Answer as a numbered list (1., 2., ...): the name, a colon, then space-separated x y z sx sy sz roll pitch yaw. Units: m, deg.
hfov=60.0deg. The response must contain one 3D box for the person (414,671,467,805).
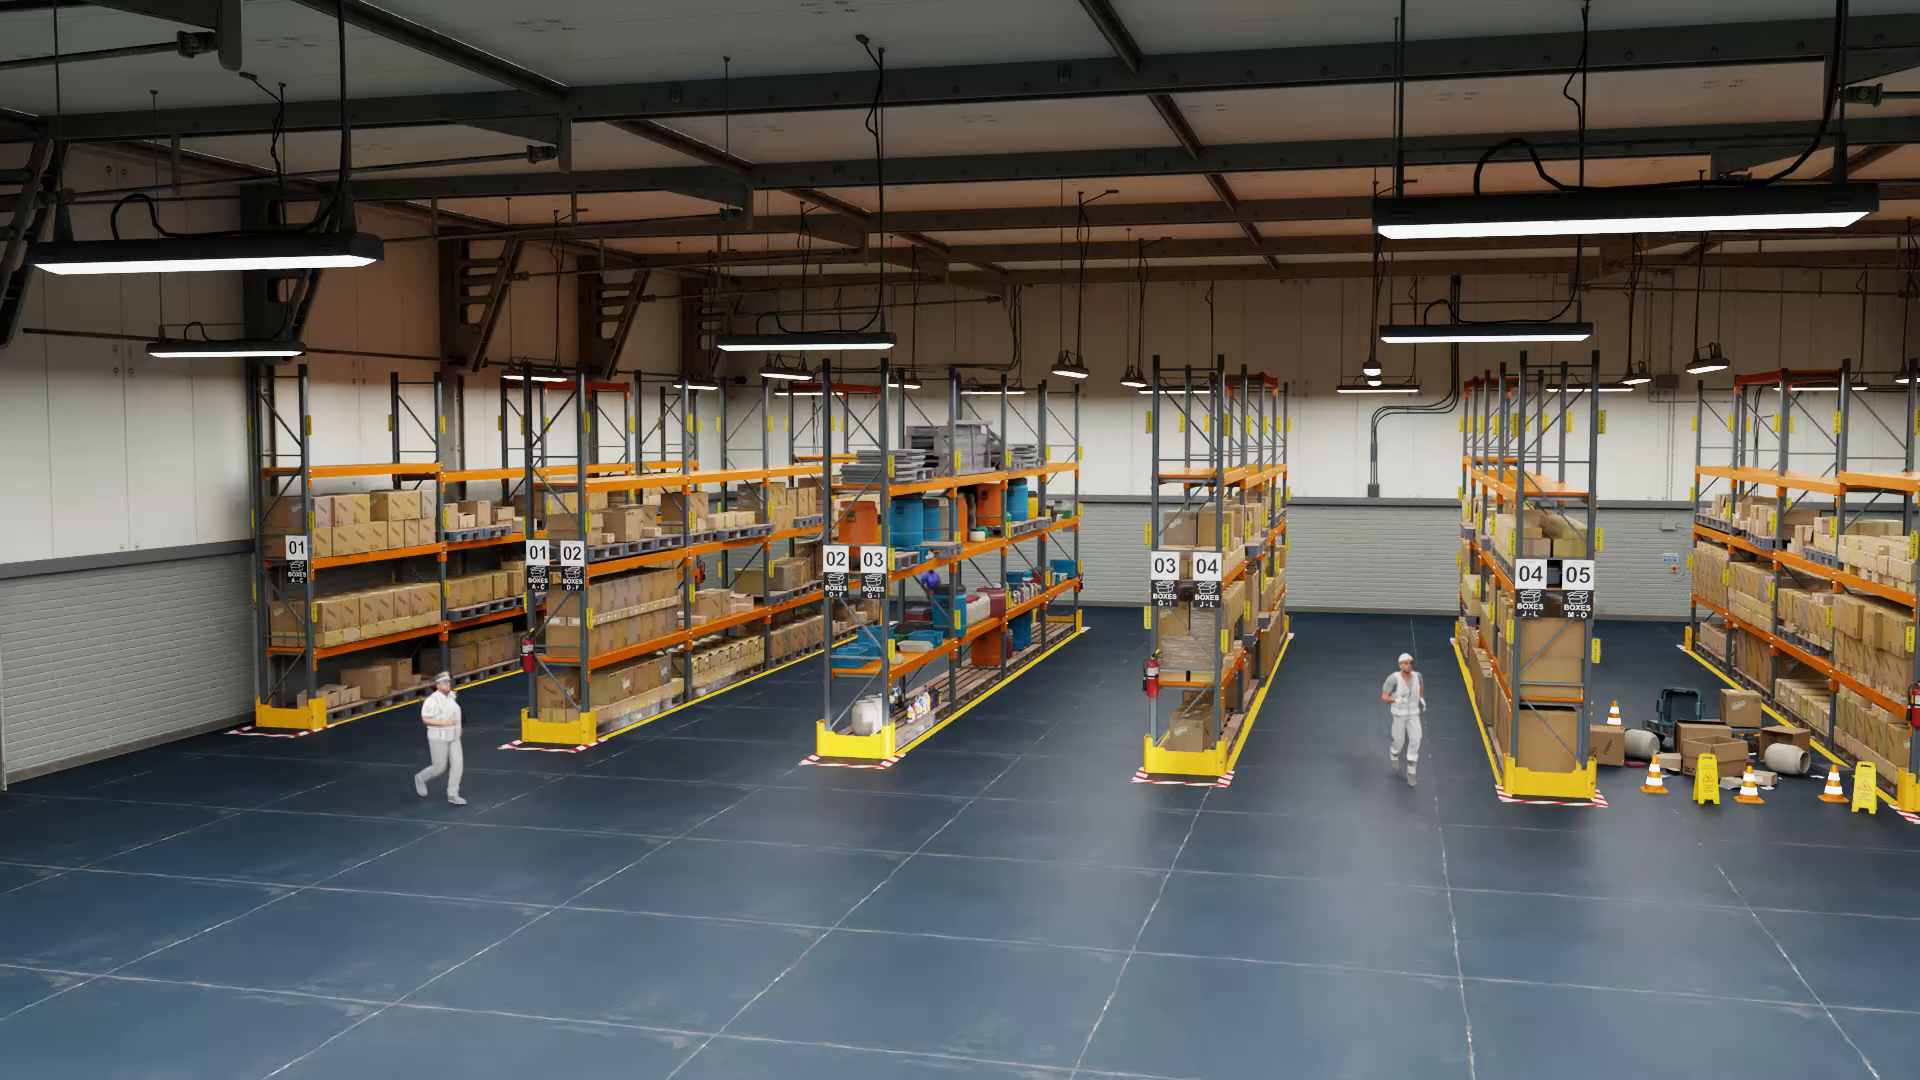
1. person: -6.856 2.601 22.003 0.817 1.755 0.676 2 4 28

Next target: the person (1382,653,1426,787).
1. person: 6.260 2.507 23.461 0.690 1.848 0.913 0 4 -7

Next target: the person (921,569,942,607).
1. person: -0.670 1.359 41.531 0.579 1.583 0.533 -3 5 -33
